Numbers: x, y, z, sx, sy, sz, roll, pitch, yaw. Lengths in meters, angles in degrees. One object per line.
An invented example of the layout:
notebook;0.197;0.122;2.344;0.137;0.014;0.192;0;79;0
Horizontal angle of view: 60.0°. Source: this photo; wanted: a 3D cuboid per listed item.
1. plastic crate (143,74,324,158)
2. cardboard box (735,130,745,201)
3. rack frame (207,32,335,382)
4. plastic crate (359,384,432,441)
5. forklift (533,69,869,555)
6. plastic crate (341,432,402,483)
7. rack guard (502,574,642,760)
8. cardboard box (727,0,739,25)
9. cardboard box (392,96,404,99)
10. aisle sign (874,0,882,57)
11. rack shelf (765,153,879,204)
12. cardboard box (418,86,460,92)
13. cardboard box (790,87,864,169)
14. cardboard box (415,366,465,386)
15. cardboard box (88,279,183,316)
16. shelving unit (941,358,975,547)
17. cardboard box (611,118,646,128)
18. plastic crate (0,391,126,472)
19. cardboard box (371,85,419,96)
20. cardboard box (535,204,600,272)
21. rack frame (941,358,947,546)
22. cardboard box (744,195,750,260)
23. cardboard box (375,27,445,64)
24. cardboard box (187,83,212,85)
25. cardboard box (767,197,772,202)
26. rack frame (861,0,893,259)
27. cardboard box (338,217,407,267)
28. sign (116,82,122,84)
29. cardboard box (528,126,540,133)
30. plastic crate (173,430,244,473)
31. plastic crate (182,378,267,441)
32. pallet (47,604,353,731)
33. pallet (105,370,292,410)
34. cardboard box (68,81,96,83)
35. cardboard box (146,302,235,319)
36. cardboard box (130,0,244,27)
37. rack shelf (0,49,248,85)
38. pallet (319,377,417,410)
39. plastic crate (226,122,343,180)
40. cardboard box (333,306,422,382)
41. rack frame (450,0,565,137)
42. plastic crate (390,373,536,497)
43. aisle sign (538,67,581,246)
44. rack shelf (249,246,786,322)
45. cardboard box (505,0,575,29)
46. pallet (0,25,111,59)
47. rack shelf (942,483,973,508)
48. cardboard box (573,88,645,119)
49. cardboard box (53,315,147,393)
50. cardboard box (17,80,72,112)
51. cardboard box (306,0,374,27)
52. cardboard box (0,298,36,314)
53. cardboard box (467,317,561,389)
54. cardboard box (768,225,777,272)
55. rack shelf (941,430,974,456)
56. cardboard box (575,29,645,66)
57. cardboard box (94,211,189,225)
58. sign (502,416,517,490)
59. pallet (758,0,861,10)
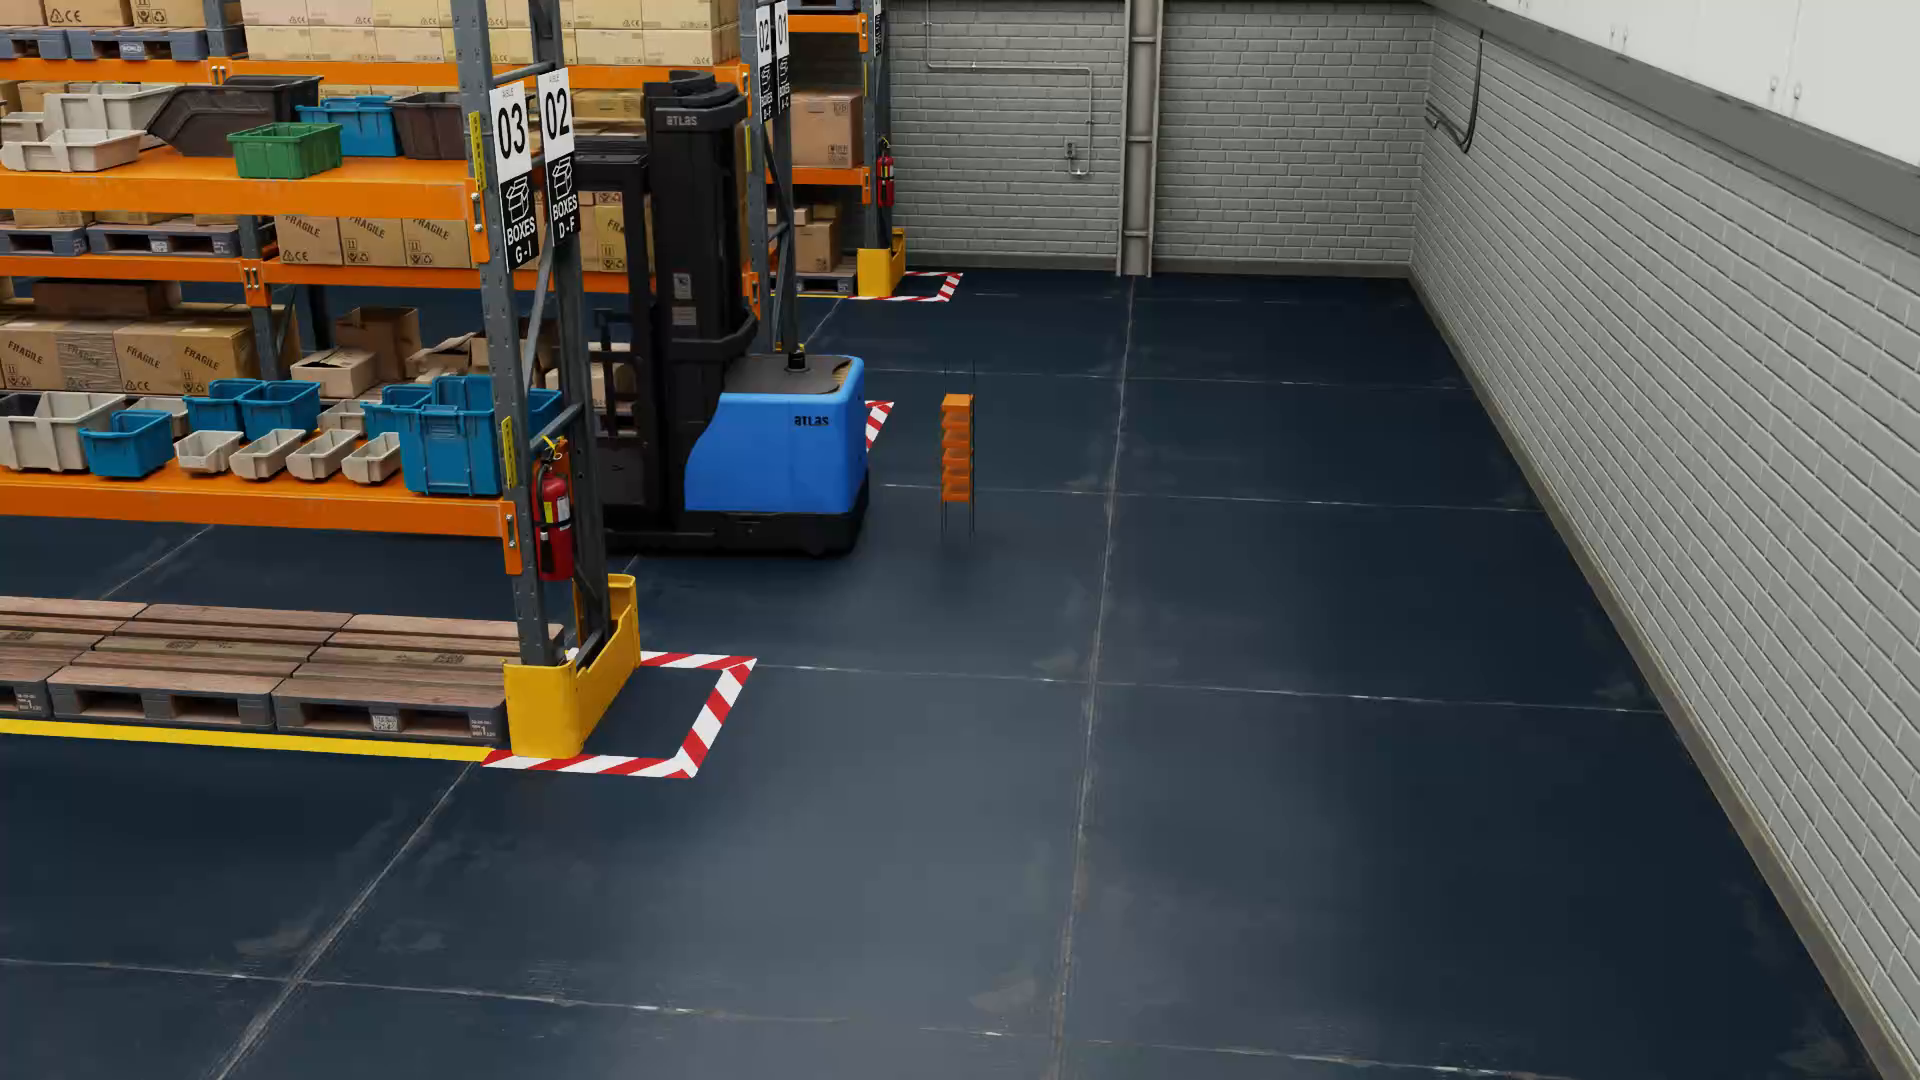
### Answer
plastic crate;-3.509;-2.059;8.073;0.767;0.338;0.504;2;22;6
cardboard box;-1.912;-2.765;12.359;0.500;0.500;0.500;2;22;6
rack frame;-5.410;-2.508;13.204;0.127;3.000;1.000;2;22;6
plastic crate;-2.884;-0.636;8.615;0.300;0.233;0.416;2;22;6
forklift;-2.164;-1.463;10.655;3.031;2.935;1.130;1;22;4
plastic crate;-2.855;-0.401;8.152;0.243;0.136;0.396;2;22;6
rack guard;-1.999;0.632;8.661;0.348;0.500;1.175;2;22;6
cardboard box;-1.917;-4.010;12.447;0.500;0.250;0.500;2;22;6
cardboard box;-5.826;-4.457;17.567;0.500;0.500;0.500;3;22;7
aisle sign;-0.822;-5.240;16.579;0.004;0.787;0.394;2;22;6
rack shelf;-2.844;-3.896;17.693;4.000;0.370;1.077;2;22;6
cardboard box;-5.324;-4.787;17.380;0.500;0.250;0.500;3;22;8
cardboard box;-1.366;-4.302;17.333;0.700;0.700;0.980;3;22;9
cardboard box;-4.158;-1.264;13.313;0.250;0.166;0.380;2;22;6
cardboard box;-6.854;-2.052;13.832;0.500;0.250;0.500;3;22;6
shelving unit;-0.014;-0.559;10.721;0.189;1.200;0.258;2;22;6
cardboard box;-2.367;-2.982;12.907;0.500;0.500;0.500;3;22;7
plastic crate;-4.502;-0.539;8.304;0.530;0.282;0.437;2;22;6
cardboard box;-5.831;-4.812;17.444;0.500;0.250;0.500;3;22;7
cardboard box;-2.925;-2.346;12.659;0.500;0.500;0.500;3;22;7
rack frame;-0.105;-0.563;10.731;0.006;1.200;0.240;2;22;6
cardboard box;-1.847;-2.497;13.040;0.500;0.500;0.500;3;22;7
cardboard box;-3.964;-3.677;12.284;0.500;0.250;0.500;2;22;6
cardboard box;-7.848;-4.896;17.657;0.500;0.250;0.500;2;22;6
cardboard box;-2.169;-3.572;17.842;0.250;0.149;0.380;3;22;7
rack frame;-0.858;-4.144;17.342;0.127;3.000;1.000;2;22;6
cardboard box;-4.427;-2.412;12.825;0.500;0.500;0.500;3;22;7
sign;-8.857;-4.793;17.517;0.005;0.325;0.100;2;22;6
cardboard box;-3.439;-2.830;12.522;0.500;0.500;0.500;3;22;8
plastic crate;-3.717;-0.428;8.220;0.250;0.136;0.298;2;22;6
plastic crate;-3.836;-0.678;8.720;0.300;0.233;0.416;2;22;6
pallet;-4.047;0.666;8.967;1.213;0.211;1.003;2;22;6
pallet;-6.222;-1.233;13.771;1.213;0.211;1.003;2;22;6
cardboard box;-9.470;-5.055;18.030;0.250;0.149;0.380;-1;22;-3
cardboard box;-6.392;-1.679;13.909;0.500;0.500;0.500;3;22;7
cardboard box;-5.901;-4.240;12.662;0.600;0.600;0.600;0;22;1
rack shelf;-7.396;-3.655;13.004;4.000;0.370;1.077;2;22;6
pallet;-4.728;-1.181;13.641;1.213;0.211;1.003;2;22;6
plastic crate;-3.037;-1.762;7.524;0.336;0.188;0.450;2;22;6
cardboard box;-4.810;-1.629;13.783;0.500;0.500;0.500;2;22;6
rack frame;-2.024;-3.317;7.089;0.127;3.000;1.000;2;22;6
plastic crate;-2.379;-0.517;8.039;0.499;0.435;0.616;2;22;6
aisle sign;-1.918;-1.841;7.981;0.004;0.787;0.394;2;22;6
rack shelf;-3.424;-2.087;13.118;4.000;0.370;1.077;2;22;6
cardboard box;-2.970;-3.866;12.084;0.500;0.250;0.500;2;22;6
pallet;-7.079;-3.913;12.934;1.003;0.211;1.213;2;22;6
rack shelf;-0.014;-0.294;10.825;0.180;0.103;0.258;2;22;6
cardboard box;-3.569;-4.393;17.565;0.700;0.700;0.980;2;22;5
cardboard box;-6.921;-1.513;13.489;0.500;0.500;0.500;3;22;7
cardboard box;-9.829;-4.772;18.196;0.500;0.500;0.700;0;22;1
cardboard box;-4.459;-3.933;12.253;0.500;0.250;0.500;2;22;6
cardboard box;-7.912;-1.746;14.078;0.500;0.500;0.500;2;22;4
cardboard box;-3.543;-1.472;13.381;0.637;0.503;0.797;2;22;6
cardboard box;-2.062;-3.192;17.763;0.500;0.500;0.700;2;22;6
rack shelf;-0.014;-0.629;10.693;0.180;0.103;0.258;2;22;6
cardboard box;-2.474;-3.612;12.120;0.500;0.250;0.500;2;22;6
cardboard box;-6.544;-2.859;13.384;0.500;0.500;0.700;6;22;15
sign;-2.073;-0.401;7.653;0.005;0.325;0.100;2;22;6
pallet;-1.596;-5.526;16.878;1.213;0.211;1.003;2;22;6
